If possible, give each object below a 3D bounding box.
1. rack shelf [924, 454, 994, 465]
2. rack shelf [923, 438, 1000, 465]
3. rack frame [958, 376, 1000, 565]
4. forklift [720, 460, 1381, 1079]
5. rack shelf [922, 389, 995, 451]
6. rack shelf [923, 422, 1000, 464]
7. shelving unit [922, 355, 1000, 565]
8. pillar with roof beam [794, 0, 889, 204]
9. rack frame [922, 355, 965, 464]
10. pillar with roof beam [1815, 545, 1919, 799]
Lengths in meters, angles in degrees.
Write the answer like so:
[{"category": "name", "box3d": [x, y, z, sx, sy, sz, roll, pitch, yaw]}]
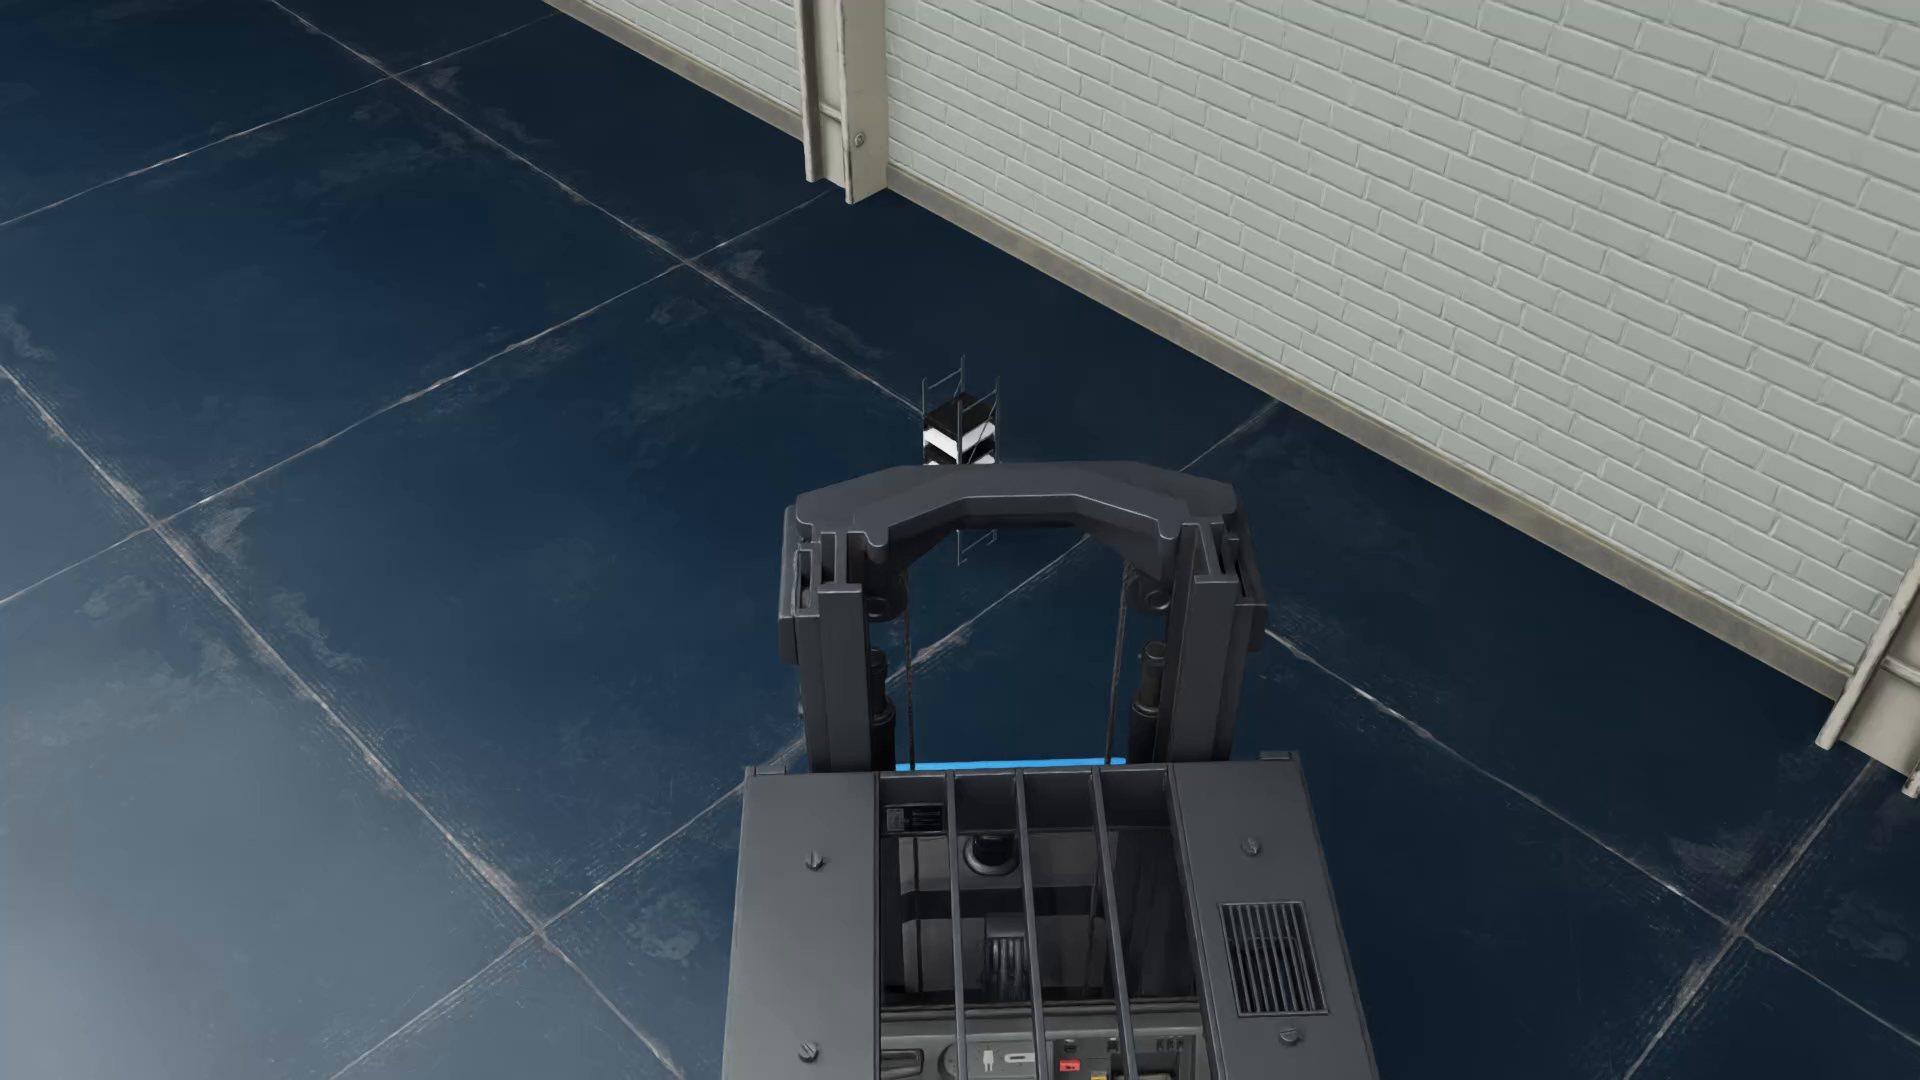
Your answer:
[{"category": "rack shelf", "box3d": [0.006, -0.302, 7.080, 0.258, 0.077, 0.200, -34, 53, -31]}, {"category": "rack shelf", "box3d": [0.006, -0.368, 7.019, 0.258, 0.077, 0.200, -34, 53, -31]}, {"category": "rack frame", "box3d": [0.078, -0.278, 7.005, 0.240, 0.900, 0.006, -34, 53, -31]}, {"category": "forklift", "box3d": [0.136, 1.386, 3.708, 1.130, 2.935, 3.031, -1, 43, -2]}, {"category": "rack shelf", "box3d": [0.006, -0.500, 6.897, 0.258, 0.077, 0.200, -34, 53, -31]}, {"category": "rack shelf", "box3d": [0.006, -0.434, 6.958, 0.258, 0.077, 0.200, -34, 53, -31]}, {"category": "shelving unit", "box3d": [0.006, -0.327, 7.058, 0.258, 0.900, 0.210, -34, 53, -31]}, {"category": "pillar with roof beam", "box3d": [-3.694, -3.309, 4.318, 9.100, 9.000, 0.400, -34, 53, -31]}, {"category": "rack frame", "box3d": [-0.066, -0.375, 7.111, 0.240, 0.900, 0.006, -34, 53, -31]}, {"category": "pillar with roof beam", "box3d": [0.543, -0.426, 1.198, 9.100, 9.000, 0.400, -34, 53, -31]}]
